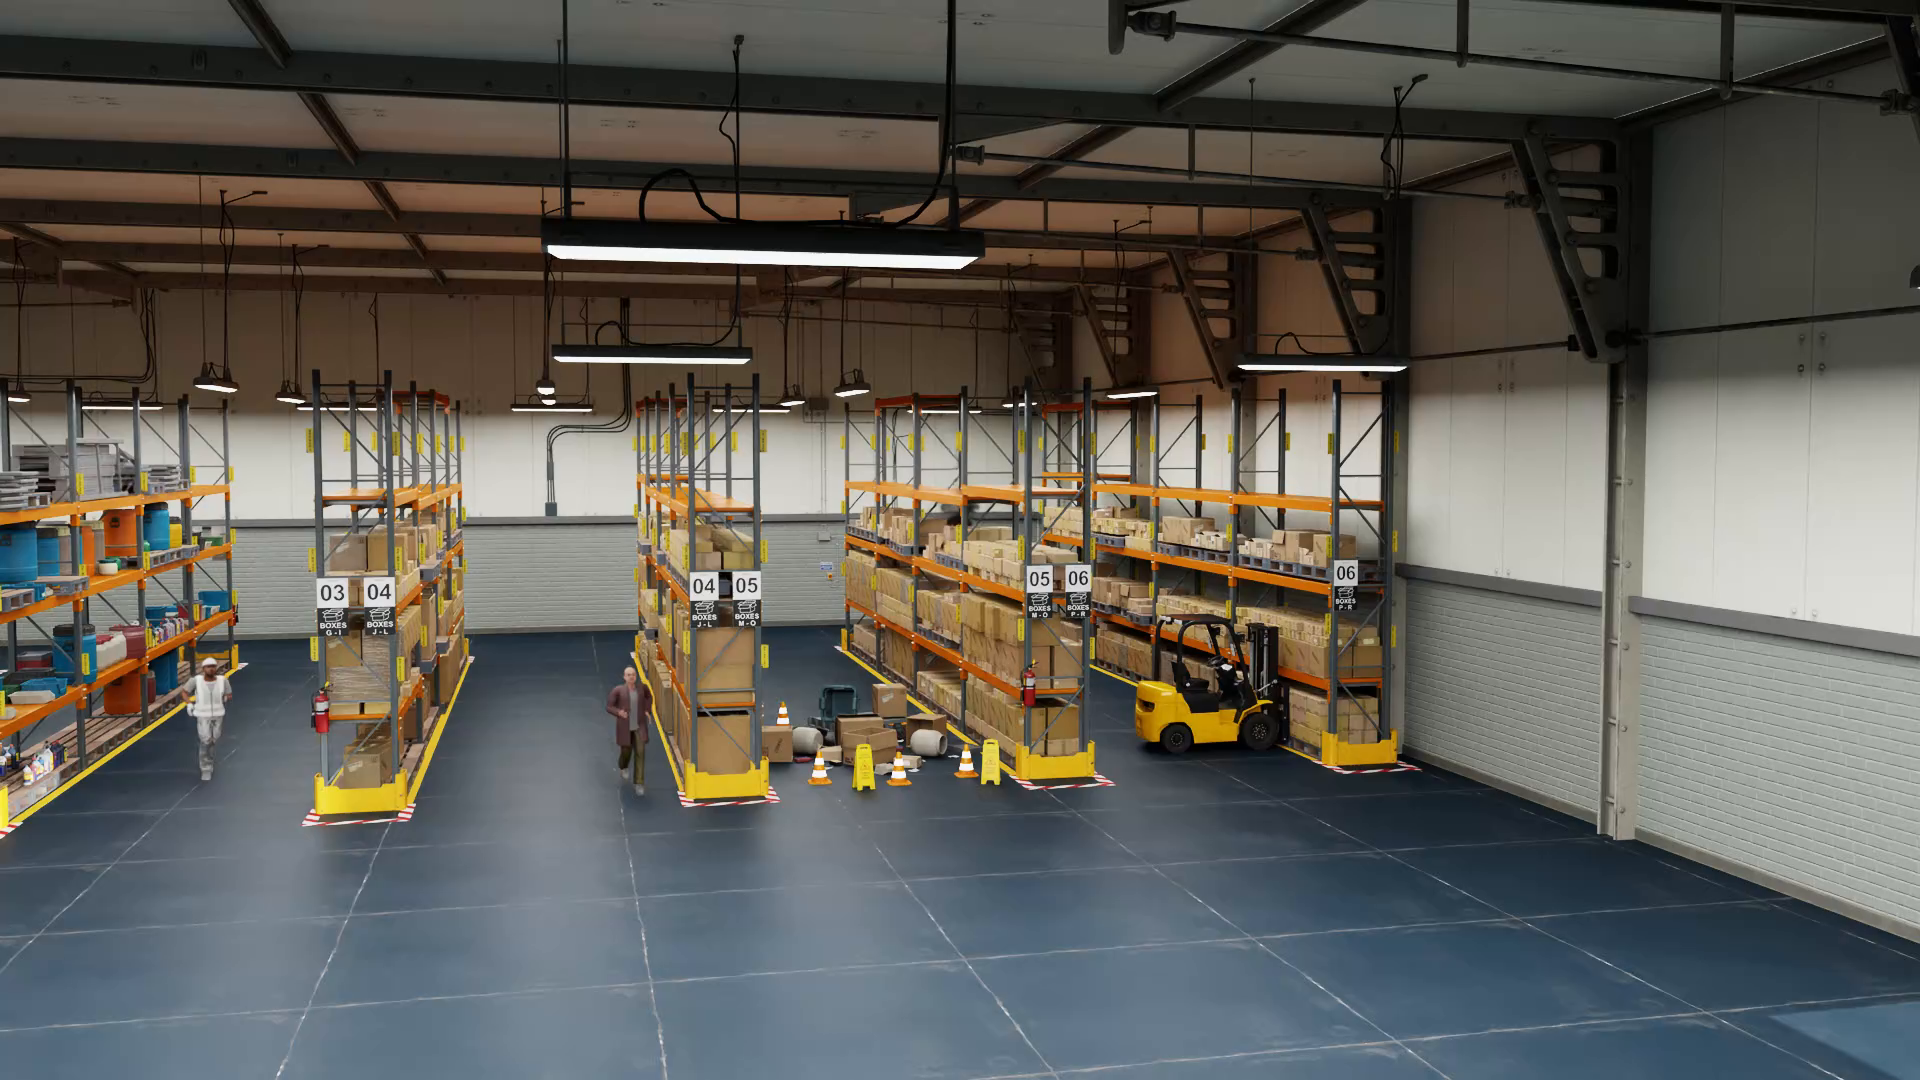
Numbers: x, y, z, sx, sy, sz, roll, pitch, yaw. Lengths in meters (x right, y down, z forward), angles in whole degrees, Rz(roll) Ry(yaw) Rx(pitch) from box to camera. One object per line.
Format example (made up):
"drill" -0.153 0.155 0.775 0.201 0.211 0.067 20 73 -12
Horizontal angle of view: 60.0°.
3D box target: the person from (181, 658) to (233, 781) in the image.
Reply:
"person" -11.249 2.679 24.941 0.655 1.841 0.776 -3 4 -40

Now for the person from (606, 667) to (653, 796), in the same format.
"person" -4.751 2.723 24.022 0.710 1.790 1.042 -1 4 -22
